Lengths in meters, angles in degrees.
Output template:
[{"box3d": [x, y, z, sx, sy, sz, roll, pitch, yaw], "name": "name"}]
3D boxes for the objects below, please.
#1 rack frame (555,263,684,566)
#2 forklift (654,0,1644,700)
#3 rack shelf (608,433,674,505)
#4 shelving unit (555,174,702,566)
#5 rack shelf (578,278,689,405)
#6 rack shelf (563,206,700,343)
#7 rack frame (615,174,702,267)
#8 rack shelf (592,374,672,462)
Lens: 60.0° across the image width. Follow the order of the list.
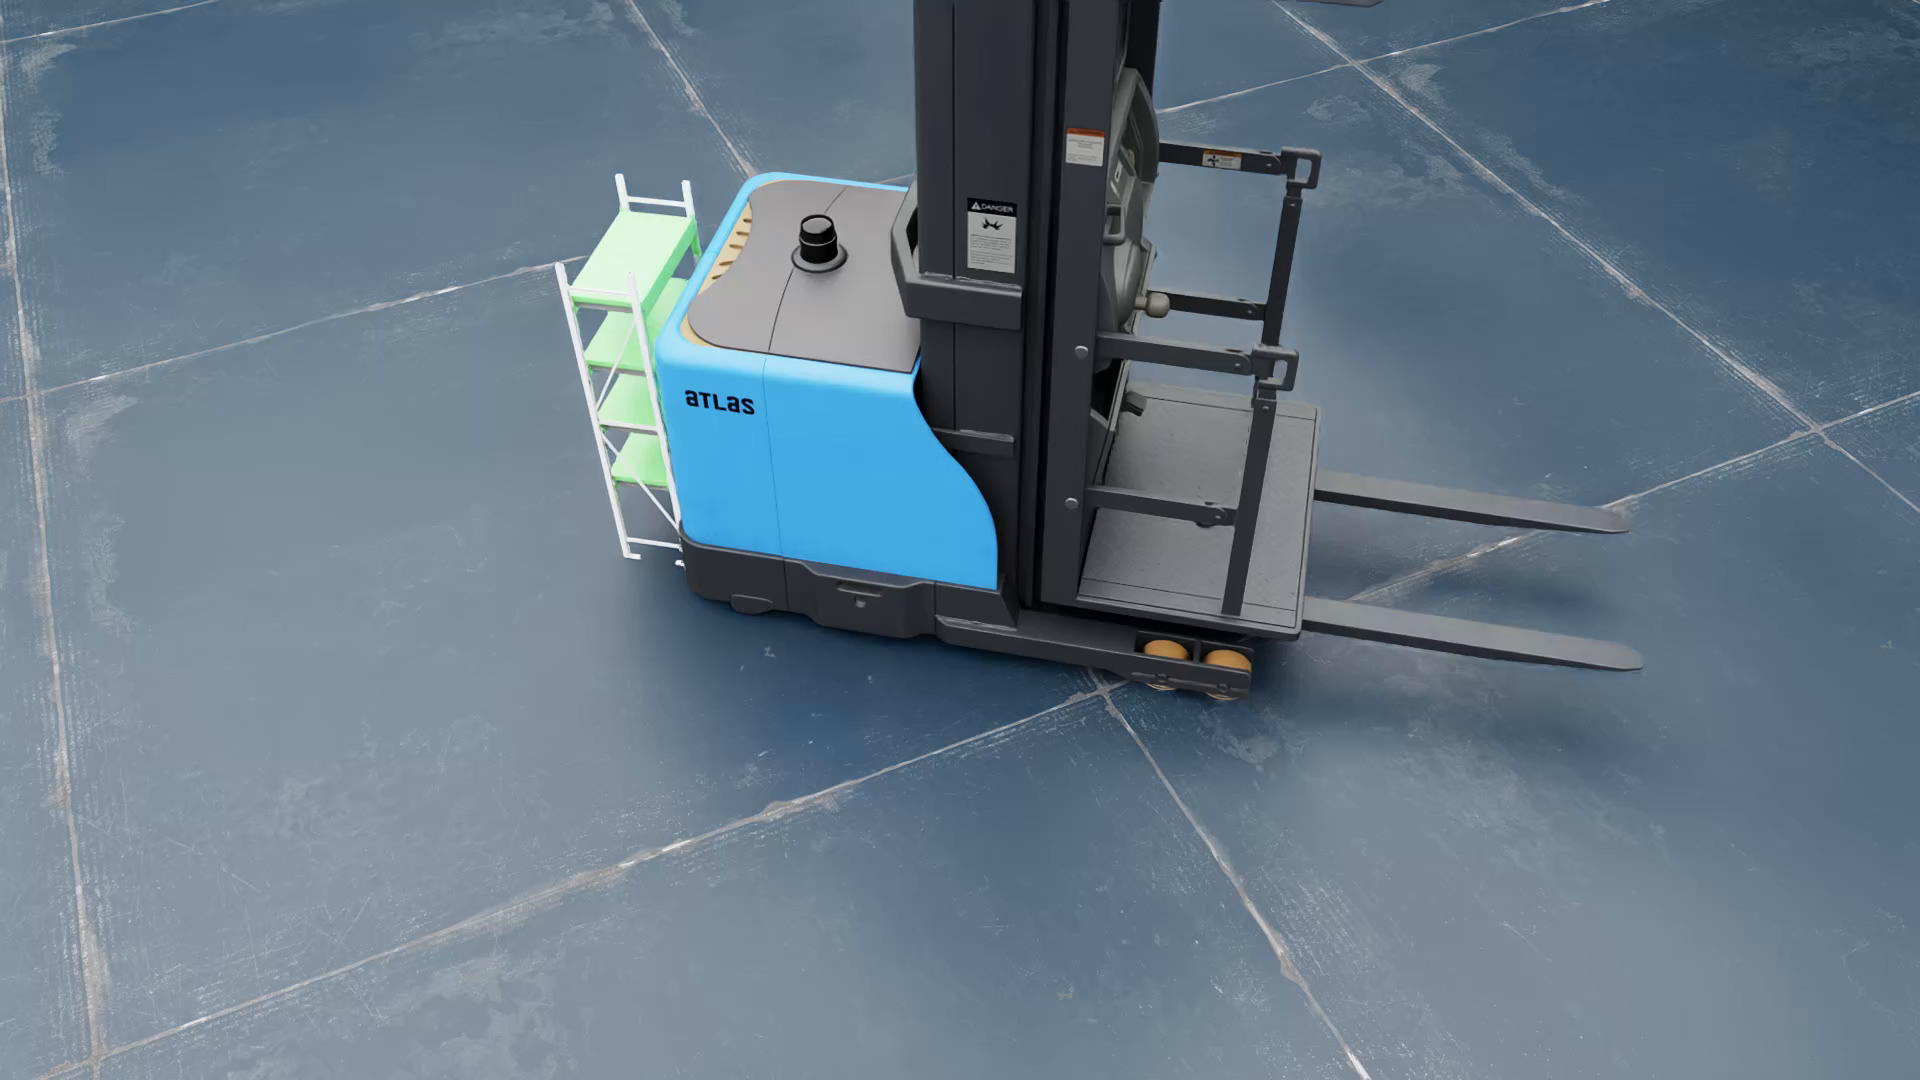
[{"box3d": [-1.047, -0.360, 5.255, 0.240, 1.200, 0.015, 8, 45, 10], "name": "rack frame"}, {"box3d": [0.664, -0.950, 4.626, 3.031, 2.935, 1.130, 9, 45, 9], "name": "forklift"}, {"box3d": [-0.986, -0.310, 5.637, 0.258, 0.148, 0.480, 8, 45, 10], "name": "rack shelf"}, {"box3d": [-0.994, -0.527, 5.425, 0.258, 1.200, 0.503, 8, 45, 10], "name": "shelving unit"}, {"box3d": [-0.999, -0.653, 5.302, 0.258, 0.148, 0.480, 8, 45, 10], "name": "rack shelf"}, {"box3d": [-1.006, -0.825, 5.135, 0.258, 0.148, 0.480, 8, 45, 10], "name": "rack shelf"}, {"box3d": [-0.941, -0.695, 5.594, 0.240, 1.200, 0.015, 8, 45, 10], "name": "rack frame"}, {"box3d": [-0.993, -0.482, 5.469, 0.258, 0.148, 0.480, 8, 45, 10], "name": "rack shelf"}]
